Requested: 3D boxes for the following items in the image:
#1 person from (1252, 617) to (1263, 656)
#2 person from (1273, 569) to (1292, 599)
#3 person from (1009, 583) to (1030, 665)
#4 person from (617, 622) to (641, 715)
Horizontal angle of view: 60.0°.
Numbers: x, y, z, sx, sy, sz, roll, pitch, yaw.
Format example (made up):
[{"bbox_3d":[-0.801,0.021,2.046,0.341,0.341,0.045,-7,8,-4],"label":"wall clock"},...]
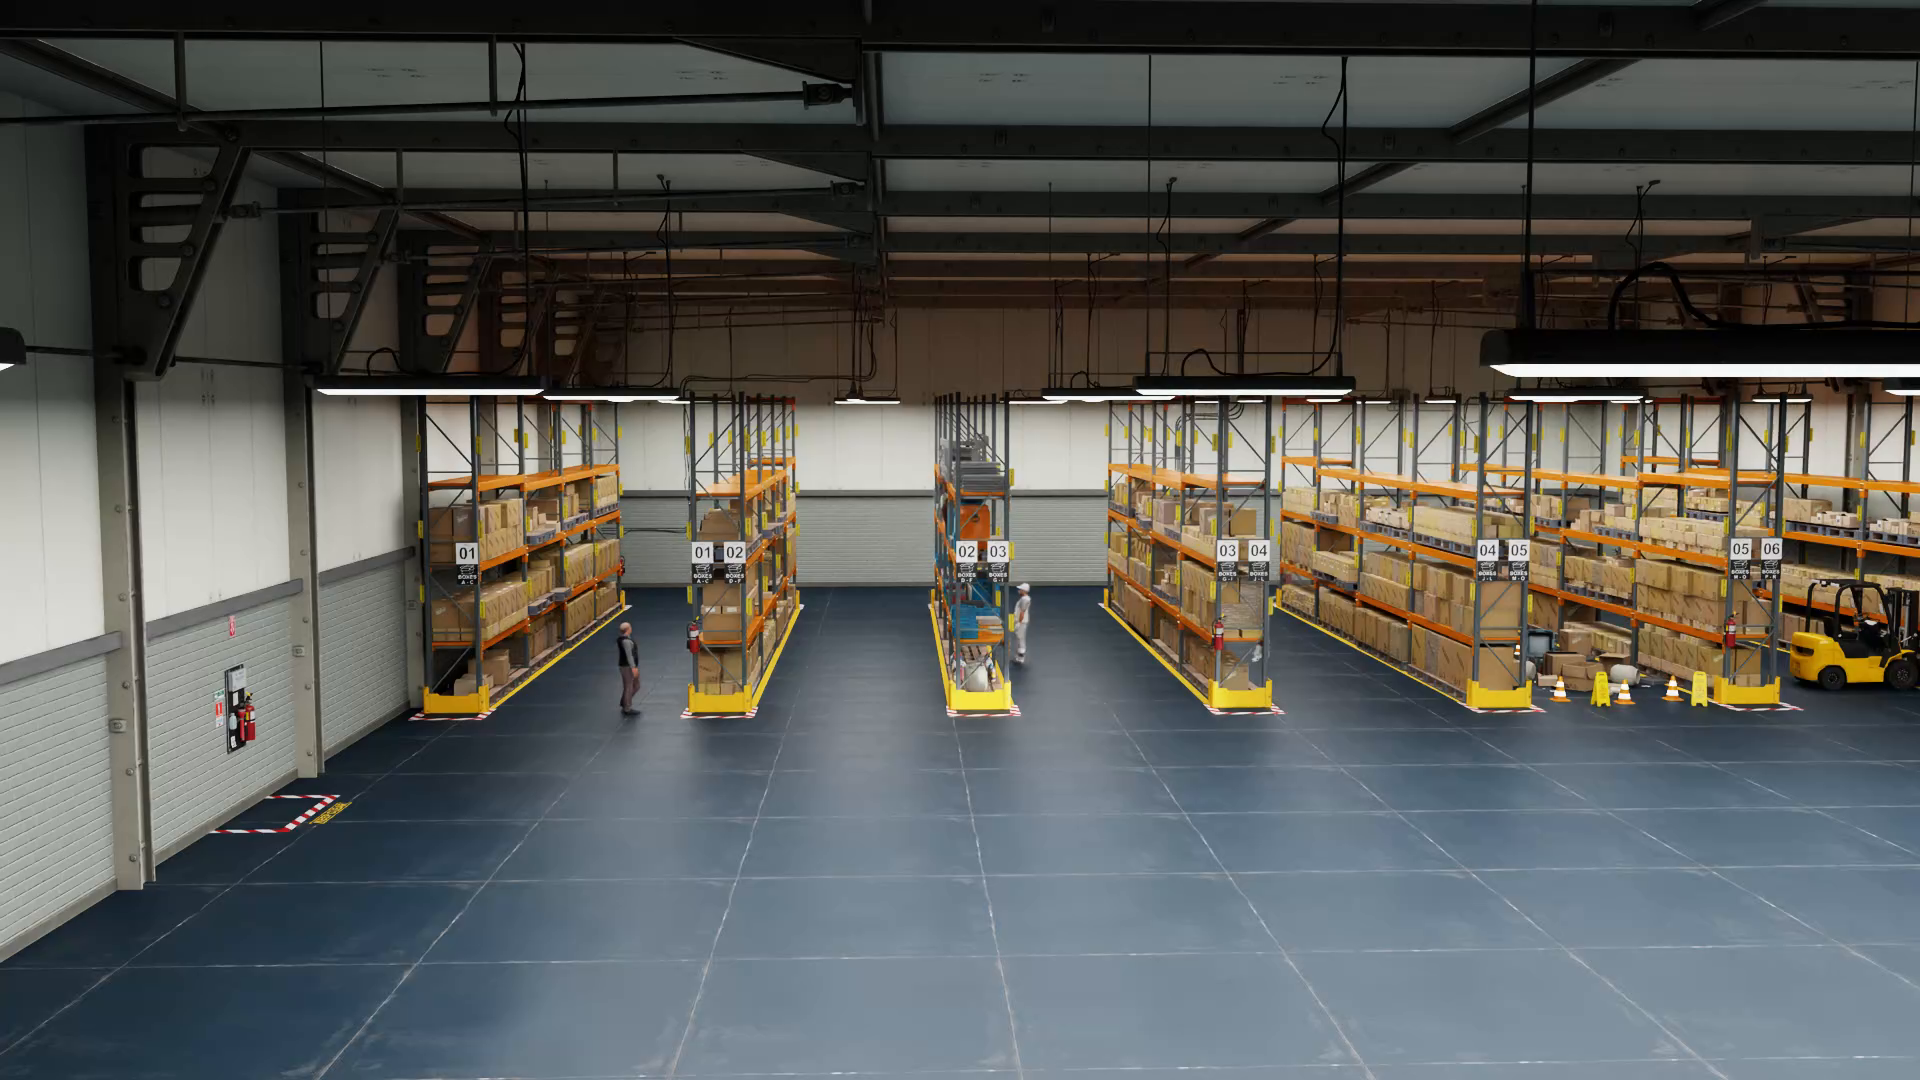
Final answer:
[{"bbox_3d":[6.786,1.830,37.745,0.655,1.584,0.512,-4,6,-43],"label":"person"},{"bbox_3d":[9.606,0.965,49.085,0.951,1.605,0.614,1,5,15],"label":"person"},{"bbox_3d":[1.298,1.857,36.946,0.509,1.796,0.561,1,5,8],"label":"person"},{"bbox_3d":[-6.178,2.389,31.004,0.434,1.721,0.576,0,5,-4],"label":"person"}]
